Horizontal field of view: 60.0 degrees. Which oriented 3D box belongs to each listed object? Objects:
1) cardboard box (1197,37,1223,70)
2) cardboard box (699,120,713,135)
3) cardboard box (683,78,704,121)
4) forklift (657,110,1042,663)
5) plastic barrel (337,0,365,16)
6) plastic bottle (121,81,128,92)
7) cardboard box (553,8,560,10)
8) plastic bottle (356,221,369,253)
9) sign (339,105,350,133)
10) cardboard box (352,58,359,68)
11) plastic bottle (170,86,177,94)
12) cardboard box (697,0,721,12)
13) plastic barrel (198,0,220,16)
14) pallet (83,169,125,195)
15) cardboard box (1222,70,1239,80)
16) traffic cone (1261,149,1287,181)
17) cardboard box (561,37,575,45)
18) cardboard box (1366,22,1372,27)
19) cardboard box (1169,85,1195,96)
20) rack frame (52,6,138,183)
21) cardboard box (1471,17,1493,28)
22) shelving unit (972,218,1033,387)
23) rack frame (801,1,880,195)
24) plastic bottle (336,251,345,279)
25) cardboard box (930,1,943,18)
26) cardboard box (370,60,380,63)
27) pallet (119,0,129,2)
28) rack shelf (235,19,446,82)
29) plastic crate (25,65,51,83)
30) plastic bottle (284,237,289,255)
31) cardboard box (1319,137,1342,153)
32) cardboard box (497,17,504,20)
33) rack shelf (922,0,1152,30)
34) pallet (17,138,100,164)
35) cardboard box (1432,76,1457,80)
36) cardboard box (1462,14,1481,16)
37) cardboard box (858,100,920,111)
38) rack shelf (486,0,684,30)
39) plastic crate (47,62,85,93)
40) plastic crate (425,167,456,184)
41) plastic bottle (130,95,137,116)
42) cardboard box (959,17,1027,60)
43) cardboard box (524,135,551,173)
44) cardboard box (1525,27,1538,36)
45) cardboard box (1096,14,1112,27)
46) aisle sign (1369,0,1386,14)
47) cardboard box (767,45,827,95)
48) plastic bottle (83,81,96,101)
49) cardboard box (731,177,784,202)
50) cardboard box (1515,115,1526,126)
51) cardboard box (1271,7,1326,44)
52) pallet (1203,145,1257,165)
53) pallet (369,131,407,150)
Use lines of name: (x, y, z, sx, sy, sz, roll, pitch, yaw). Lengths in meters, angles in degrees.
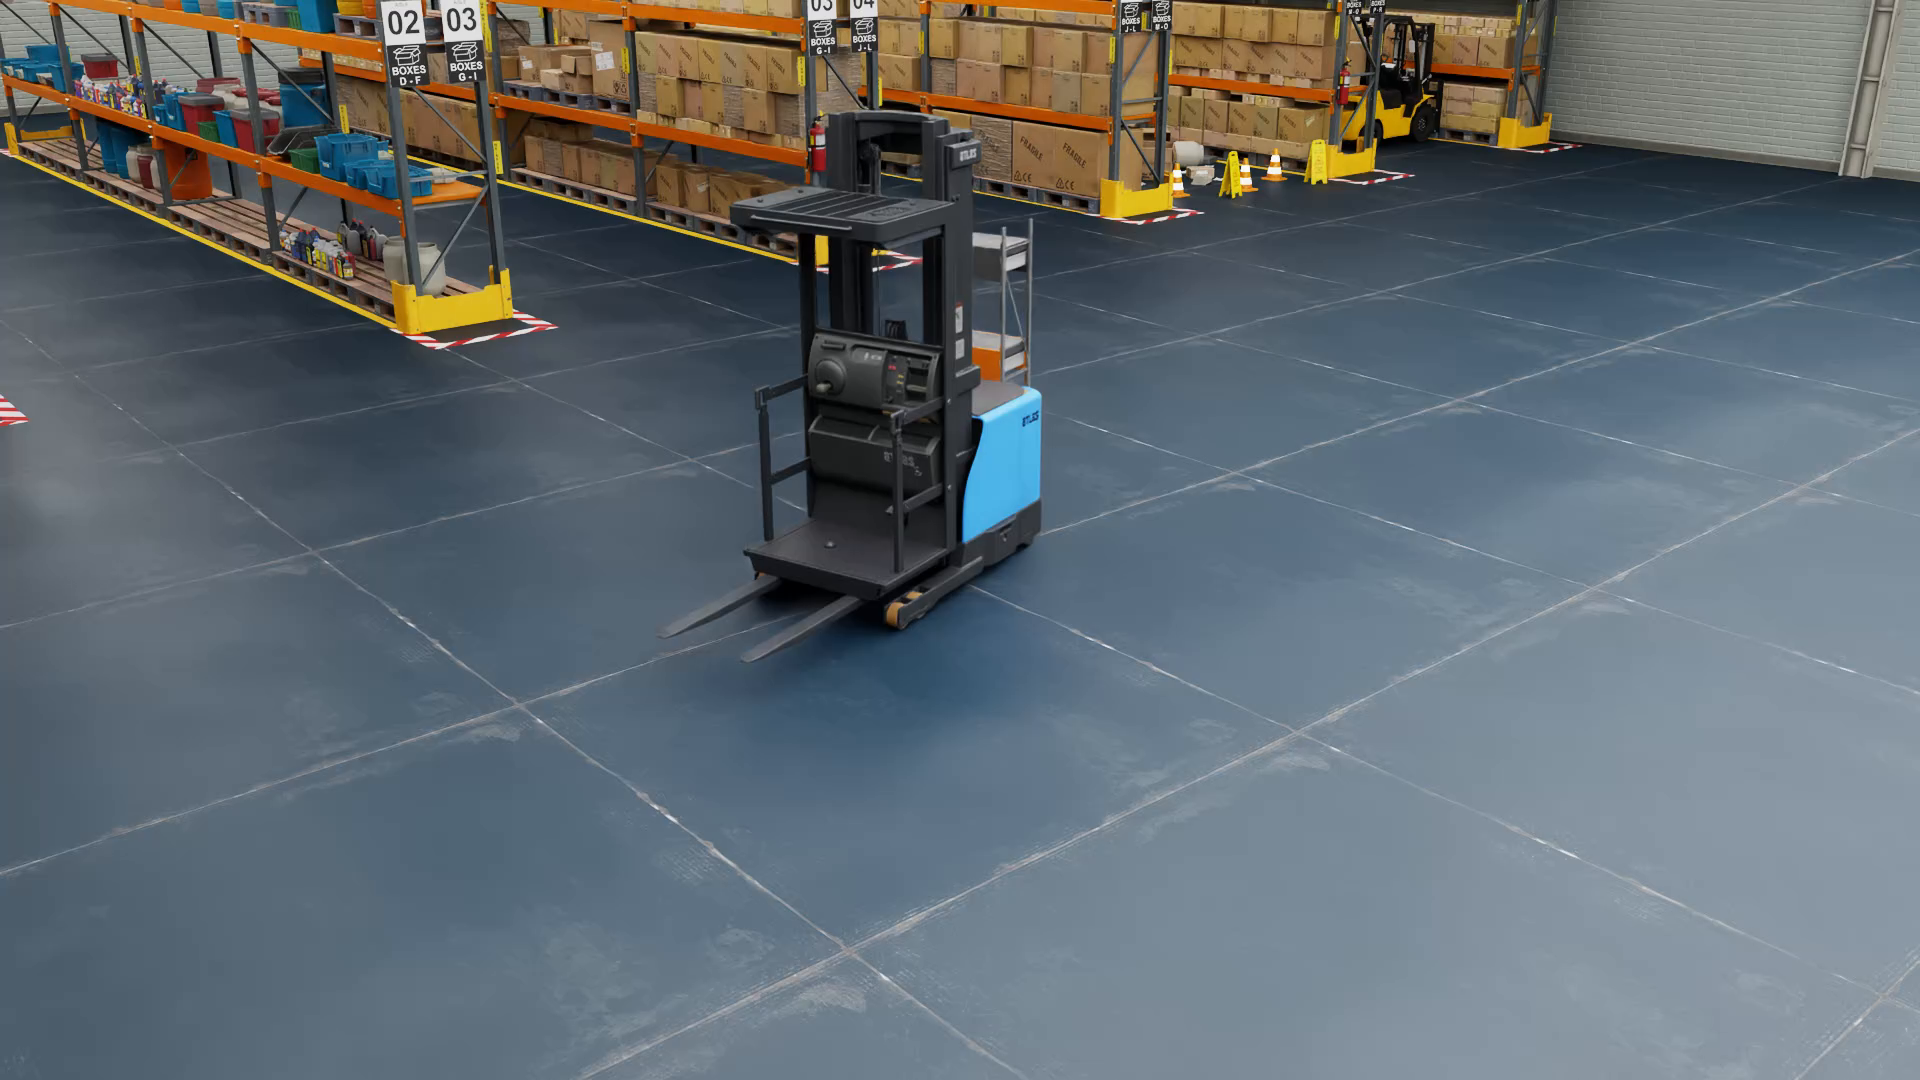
cardboard box: (4.253, -8.001, 27.253, 0.500, 0.500, 0.500, -18, 28, -38)
cardboard box: (-3.092, -5.260, 21.145, 0.380, 0.149, 0.250, -17, 27, -37)
cardboard box: (-3.045, -5.705, 21.391, 0.875, 0.500, 0.500, -17, 27, -37)
forklift: (-0.647, -1.015, 10.058, 1.130, 2.935, 3.031, 13, 25, 30)
plastic barrel: (-5.976, -5.600, 16.721, 0.600, 0.588, 0.600, 0, 21, 0)
plastic bottle: (-12.548, -6.791, 24.983, 0.097, 0.201, 0.097, 0, 21, 0)
cardboard box: (-7.911, -10.851, 33.159, 0.500, 0.500, 0.500, -18, 27, -38)
plastic bottle: (-6.982, -3.549, 19.462, 0.144, 0.351, 0.185, -19, 28, -40)
sign: (-7.322, -4.997, 19.750, 0.100, 0.325, 0.005, -17, 27, -37)
cardboard box: (-10.335, -8.303, 28.915, 0.380, 0.149, 0.250, -17, 27, -36)
plastic bottle: (-11.204, -6.340, 23.734, 0.097, 0.271, 0.097, 0, 21, 0)
cardboard box: (-2.879, -6.632, 20.397, 0.500, 0.250, 0.500, -18, 28, -38)
plastic barrel: (-8.669, -6.640, 19.523, 0.600, 0.901, 0.600, 0, 21, 0)
pallet: (-12.496, -5.429, 25.056, 1.003, 0.211, 1.213, -17, 27, -37)
cardboard box: (4.490, -7.580, 27.067, 0.380, 0.149, 0.250, -18, 27, -38)
traffic cone: (4.867, -5.804, 25.668, 0.336, 0.463, 0.334, -17, 27, -37)
cardboard box: (-7.708, -9.956, 33.134, 0.380, 0.149, 0.250, -18, 28, -39)
cardboard box: (7.642, -9.523, 30.657, 0.380, 0.149, 0.250, -18, 27, -38)
cardboard box: (3.730, -7.569, 27.972, 0.380, 0.149, 0.250, -17, 27, -37)
rack frame: (-12.968, -6.951, 25.117, 1.000, 3.000, 0.127, -17, 27, -37)
cardboard box: (9.113, -9.019, 28.962, 0.380, 0.149, 0.250, -17, 27, -36)
shelving unit: (0.176, -1.195, 11.656, 0.503, 2.100, 0.431, 12, 25, 29)
rack frame: (-1.383, -4.814, 19.663, 1.000, 3.000, 0.127, -17, 27, -37)
plastic bottle: (-6.756, -3.006, 18.168, 0.061, 0.283, 0.133, -17, 27, -36)
cardboard box: (-0.293, -10.255, 32.045, 0.500, 0.500, 0.500, -17, 27, -37)
cardboard box: (-9.703, -8.258, 28.252, 0.500, 0.250, 0.500, -18, 28, -38)
pallet: (-10.782, -7.389, 22.382, 1.003, 0.211, 1.213, -17, 27, -37)
rack shelf: (-6.441, -5.249, 17.647, 1.077, 0.370, 4.000, -17, 27, -37)
plastic crate: (-14.612, -7.412, 26.443, 0.416, 0.233, 0.300, -17, 27, -37)
plastic bottle: (-7.804, -3.422, 19.341, 0.097, 0.201, 0.097, 0, 21, 0)
cardboard box: (5.808, -6.377, 26.848, 0.500, 0.250, 0.500, -18, 28, -38)
cardboard box: (-7.493, -7.925, 26.091, 0.797, 0.503, 0.637, -17, 27, -36)
rack shelf: (1.135, -7.581, 23.601, 1.077, 0.370, 4.000, -17, 27, -37)
pallet: (-15.070, -6.520, 27.842, 1.003, 0.211, 1.213, -17, 27, -37)
cardboard box: (8.736, -8.336, 30.477, 0.500, 0.250, 0.500, -18, 28, -38)
cardboard box: (9.156, -9.275, 29.618, 0.380, 0.149, 0.250, -16, 27, -36)
cardboard box: (-1.271, -6.638, 26.827, 1.050, 0.750, 0.750, -17, 27, -37)
rack shelf: (-5.299, -7.534, 23.479, 1.077, 0.370, 4.000, -17, 27, -37)
plastic crate: (-13.531, -7.019, 25.231, 0.392, 0.384, 0.575, -17, 27, -37)
plastic crate: (-5.476, -3.836, 17.527, 0.298, 0.136, 0.250, -17, 27, -37)
plastic bottle: (-11.284, -5.949, 22.737, 0.097, 0.271, 0.097, 0, 21, 0)
cardboard box: (0.491, -7.410, 24.605, 0.875, 0.550, 0.550, -17, 27, -37)
cardboard box: (-6.152, -5.885, 25.221, 0.700, 0.500, 0.500, -19, 28, -40)
cardboard box: (9.858, -8.860, 28.966, 0.380, 0.149, 0.250, -18, 28, -39)
cardboard box: (2.714, -8.869, 28.894, 0.500, 0.500, 0.500, -17, 27, -37)
aisle sign: (6.400, -8.440, 25.356, 0.394, 0.787, 0.004, -17, 27, -37)
cardboard box: (-1.929, -5.558, 19.645, 0.500, 0.500, 0.500, -17, 27, -37)
plastic bottle: (-12.716, -6.573, 24.323, 0.152, 0.276, 0.135, -17, 27, -37)
cardboard box: (-2.588, -4.357, 21.346, 0.500, 0.500, 0.500, -14, 26, -33)
cardboard box: (9.710, -7.454, 29.595, 0.500, 0.250, 0.500, -17, 27, -37)
cardboard box: (5.301, -8.055, 26.020, 0.700, 0.500, 0.500, -17, 27, -37)
pallet: (4.779, -6.466, 27.703, 1.003, 0.211, 1.213, -17, 27, -37)
pallet: (-9.653, -7.060, 29.220, 1.003, 0.211, 1.213, -17, 27, -37)
